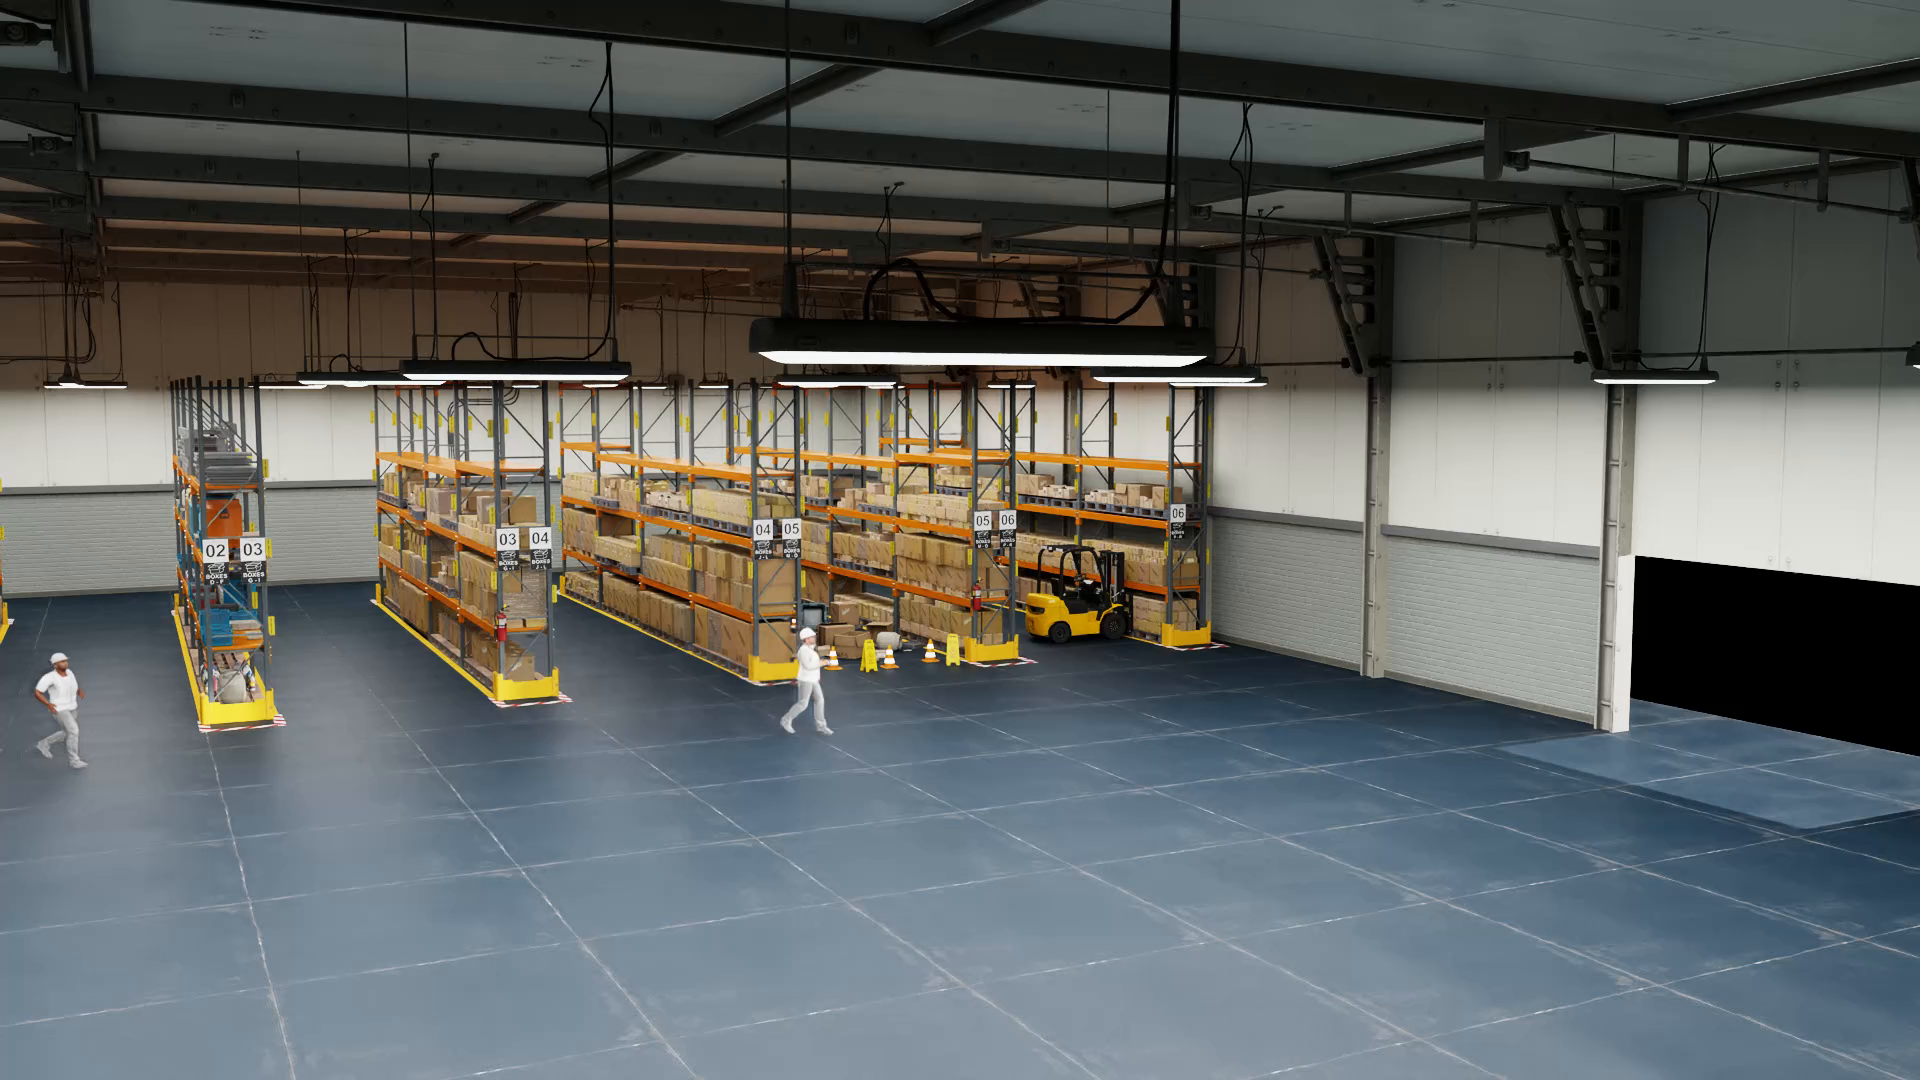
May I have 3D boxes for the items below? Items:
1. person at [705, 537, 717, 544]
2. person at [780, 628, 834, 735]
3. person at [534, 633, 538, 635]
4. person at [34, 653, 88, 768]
[{"bbox_3d":[-7.631,0.418,50.685,0.576,1.622,0.601,-2,5,-22],"label":"person"},{"bbox_3d":[-2.552,2.358,27.673,0.893,1.800,0.674,1,5,8],"label":"person"},{"bbox_3d":[-10.057,1.411,39.100,0.560,1.685,0.595,-3,6,-31],"label":"person"},{"bbox_3d":[-13.745,2.595,25.429,0.837,1.765,0.690,1,5,7],"label":"person"}]
